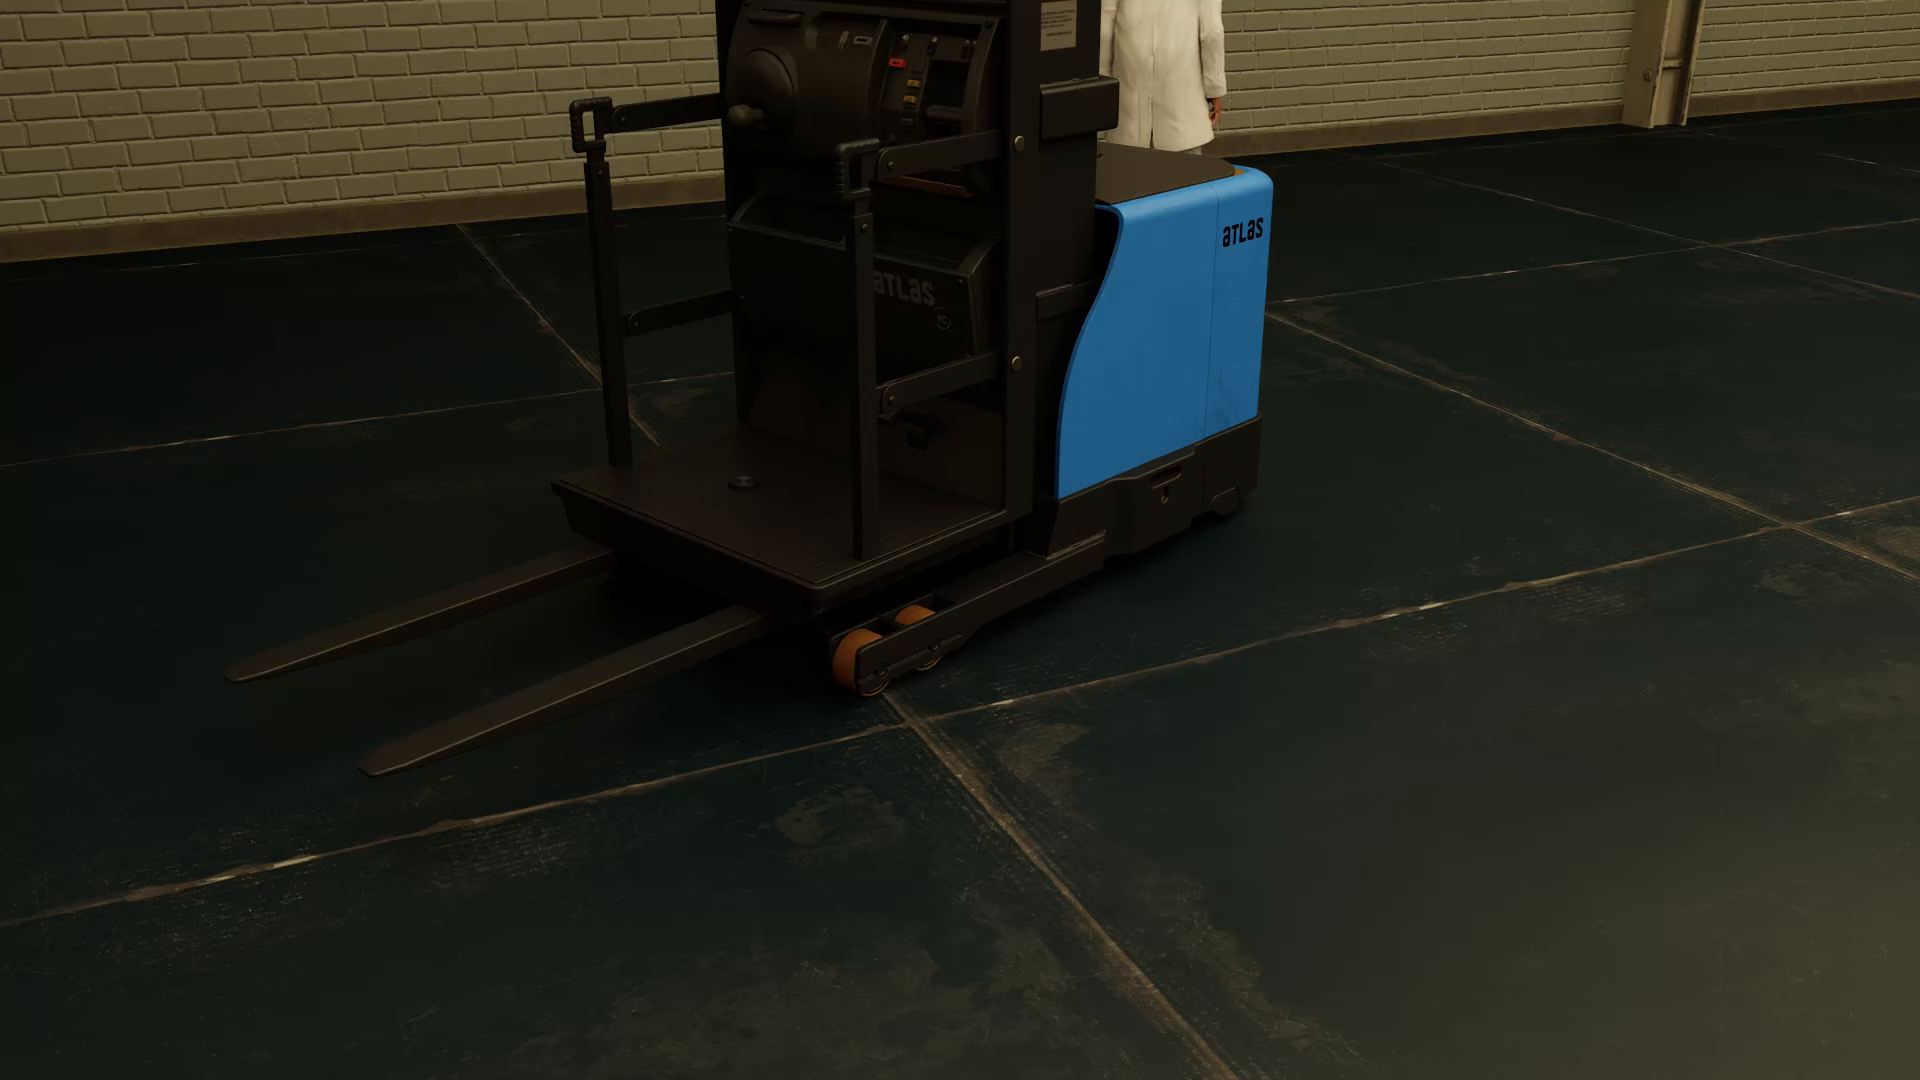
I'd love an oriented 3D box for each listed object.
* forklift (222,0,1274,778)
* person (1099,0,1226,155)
[{"bbox_3d":[-0.413,-1.182,4.131,1.130,2.935,3.031,19,29,39],"label":"forklift"},{"bbox_3d":[0.925,-2.097,7.842,0.653,1.774,0.431,6,23,13],"label":"person"}]
